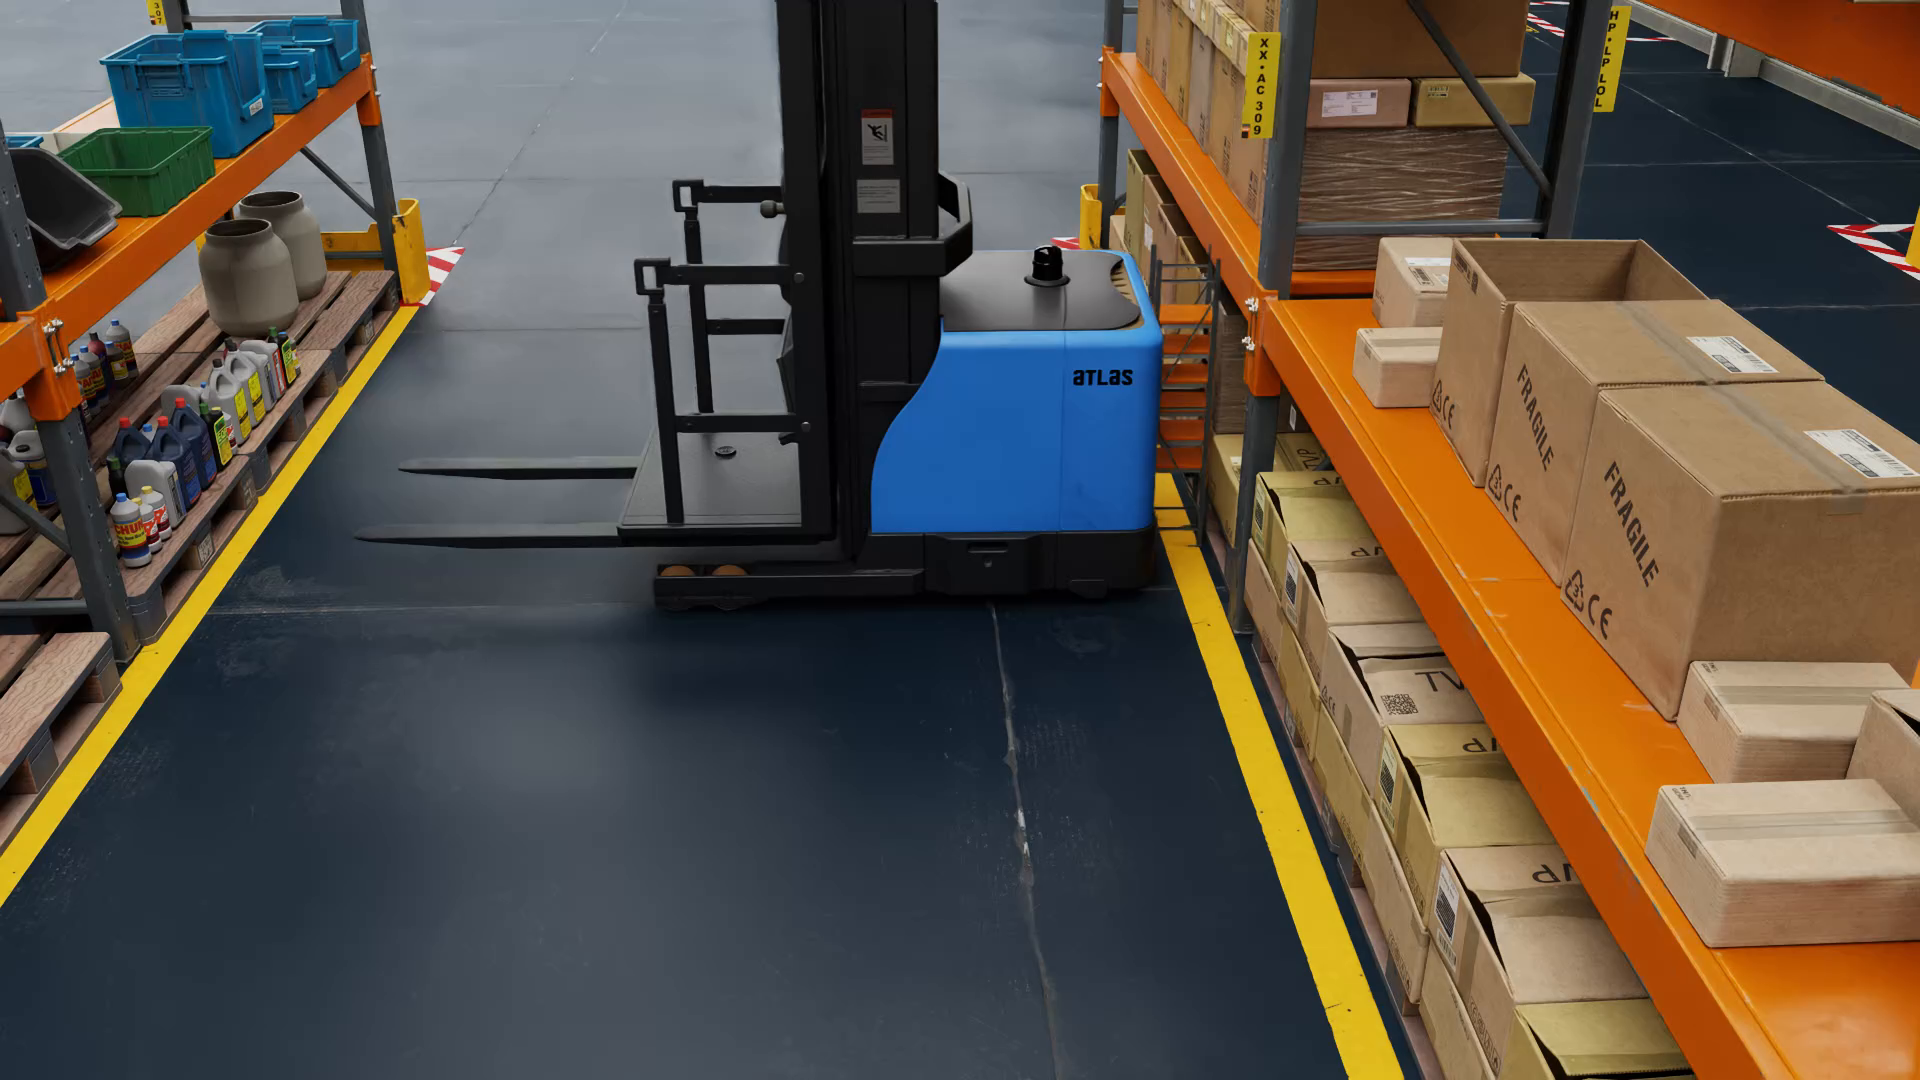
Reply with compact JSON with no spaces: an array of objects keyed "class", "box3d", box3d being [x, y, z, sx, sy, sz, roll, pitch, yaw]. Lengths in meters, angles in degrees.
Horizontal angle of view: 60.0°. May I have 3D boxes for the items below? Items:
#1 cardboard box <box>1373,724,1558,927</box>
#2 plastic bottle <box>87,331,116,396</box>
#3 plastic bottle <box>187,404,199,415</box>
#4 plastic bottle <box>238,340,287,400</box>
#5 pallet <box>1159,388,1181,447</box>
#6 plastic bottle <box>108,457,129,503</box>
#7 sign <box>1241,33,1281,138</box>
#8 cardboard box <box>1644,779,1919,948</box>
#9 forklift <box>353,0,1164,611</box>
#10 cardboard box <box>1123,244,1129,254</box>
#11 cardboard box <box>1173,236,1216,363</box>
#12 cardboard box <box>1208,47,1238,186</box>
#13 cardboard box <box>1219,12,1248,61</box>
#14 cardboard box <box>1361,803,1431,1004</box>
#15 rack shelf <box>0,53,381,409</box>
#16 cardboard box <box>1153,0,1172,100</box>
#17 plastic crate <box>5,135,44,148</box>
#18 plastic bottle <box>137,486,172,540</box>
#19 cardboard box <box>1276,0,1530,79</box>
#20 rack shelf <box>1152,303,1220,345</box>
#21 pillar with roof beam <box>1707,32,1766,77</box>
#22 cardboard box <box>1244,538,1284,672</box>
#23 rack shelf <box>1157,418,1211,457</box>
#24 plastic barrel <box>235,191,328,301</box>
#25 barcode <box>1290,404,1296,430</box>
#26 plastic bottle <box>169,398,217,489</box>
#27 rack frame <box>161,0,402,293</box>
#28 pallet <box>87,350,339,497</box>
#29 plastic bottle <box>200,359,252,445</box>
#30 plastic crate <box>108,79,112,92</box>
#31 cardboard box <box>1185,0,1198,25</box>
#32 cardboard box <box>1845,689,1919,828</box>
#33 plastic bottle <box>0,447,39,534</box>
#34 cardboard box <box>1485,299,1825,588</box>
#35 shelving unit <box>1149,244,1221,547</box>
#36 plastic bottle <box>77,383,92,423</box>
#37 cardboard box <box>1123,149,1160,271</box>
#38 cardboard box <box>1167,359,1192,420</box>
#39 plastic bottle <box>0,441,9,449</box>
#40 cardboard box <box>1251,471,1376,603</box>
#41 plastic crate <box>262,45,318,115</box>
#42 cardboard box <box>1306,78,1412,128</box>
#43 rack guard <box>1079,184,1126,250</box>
[{"class":"cardboard box","box3d":[1.351,0.673,4.128,0.500,0.311,0.500,-1,28,-1]},{"class":"plastic bottle","box3d":[-3.882,-0.788,7.479,0.061,0.283,0.133,-1,28,-2]},{"class":"plastic bottle","box3d":[-3.133,-0.422,6.791,0.097,0.271,0.097,0,28,0]},{"class":"plastic bottle","box3d":[-3.139,-0.780,7.471,0.152,0.276,0.135,-1,28,-2]},{"class":"pallet","box3d":[1.430,-0.715,7.892,1.003,0.211,1.213,-1,28,-3]},{"class":"plastic bottle","box3d":[-3.179,-0.194,6.340,0.061,0.283,0.133,-1,28,-3]},{"class":"sign","box3d":[0.943,-1.423,5.212,0.100,0.325,0.005,-1,28,-3]},{"class":"cardboard box","box3d":[1.383,0.532,2.758,0.380,0.149,0.250,-1,28,-3]},{"class":"forklift","box3d":[-0.789,-1.281,6.037,3.031,2.935,1.130,-1,28,-1]},{"class":"cardboard box","box3d":[1.124,-1.348,8.611,0.500,0.250,0.500,-1,28,-3]},{"class":"cardboard box","box3d":[1.210,-0.988,7.109,0.500,0.500,0.500,-1,28,-3]},{"class":"cardboard box","box3d":[1.411,-1.742,6.738,0.700,0.500,0.500,-1,28,-2]},{"class":"cardboard box","box3d":[1.217,-1.940,6.417,0.380,0.149,0.250,-2,28,-3]},{"class":"cardboard box","box3d":[1.351,0.918,4.266,0.500,0.250,0.500,-1,28,-2]},{"class":"rack shelf","box3d":[-3.554,-1.505,7.169,1.077,0.370,4.000,-1,28,-3]},{"class":"cardboard box","box3d":[1.332,-2.451,8.098,0.700,0.500,0.500,-1,28,-1]},{"class":"plastic crate","box3d":[-3.779,-1.339,6.234,0.499,0.251,0.616,-1,28,-3]},{"class":"plastic bottle","box3d":[-3.039,-0.106,6.260,0.097,0.201,0.097,0,28,0]},{"class":"cardboard box","box3d":[1.467,-1.842,5.527,0.700,0.500,0.500,-1,28,-2]},{"class":"rack shelf","box3d":[0.848,-0.826,6.355,0.258,0.103,0.180,0,27,0]},{"class":"pillar with roof beam","box3d":[2.523,-8.011,12.378,9.100,9.000,0.400,-1,28,-3]},{"class":"cardboard box","box3d":[1.270,0.207,5.628,0.500,0.250,0.500,-2,28,-4]},{"class":"rack shelf","box3d":[0.850,-0.400,6.575,0.258,0.103,0.180,0,27,0]},{"class":"plastic barrel","box3d":[-3.548,-1.528,8.673,0.421,0.512,0.421,0,28,0]},{"class":"barcode","box3d":[1.094,-0.402,5.467,0.001,0.075,0.075,-1,28,-3]},{"class":"plastic bottle","box3d":[-3.088,-0.390,6.644,0.144,0.351,0.185,-3,28,-5]},{"class":"rack frame","box3d":[-3.659,-2.747,8.774,1.000,3.000,0.127,-1,28,-3]},{"class":"pallet","box3d":[-3.510,-0.539,7.556,1.003,0.211,1.213,-1,28,-3]},{"class":"plastic bottle","box3d":[-3.110,-0.587,7.020,0.144,0.351,0.185,-2,28,-3]},{"class":"plastic crate","box3d":[-3.933,-2.209,8.027,0.298,0.136,0.250,-1,28,-3]},{"class":"cardboard box","box3d":[1.173,-2.301,7.108,0.380,0.149,0.250,-1,28,-2]},{"class":"cardboard box","box3d":[1.852,0.451,2.738,0.500,0.311,0.500,-2,28,-3]},{"class":"plastic bottle","box3d":[-3.627,-0.214,6.306,0.144,0.351,0.185,-1,28,-3]},{"class":"cardboard box","box3d":[1.574,-0.232,3.844,0.500,0.500,0.500,-1,28,-3]},{"class":"shelving unit","box3d":[0.849,-0.546,6.500,0.258,1.200,0.189,0,27,0]},{"class":"plastic bottle","box3d":[-3.847,-0.606,7.219,0.097,0.201,0.097,0,28,0]},{"class":"cardboard box","box3d":[1.122,-1.681,8.437,0.500,0.500,0.500,-1,28,-3]},{"class":"cardboard box","box3d":[1.197,-0.655,7.282,0.500,0.250,0.500,-1,28,-3]},{"class":"plastic bottle","box3d":[-3.781,-0.300,6.469,0.144,0.351,0.185,-3,28,-5]},{"class":"cardboard box","box3d":[1.270,-0.037,5.489,0.500,0.311,0.500,-1,28,-2]},{"class":"plastic crate","box3d":[-3.306,-2.157,7.803,0.499,0.251,0.408,-1,28,-3]},{"class":"cardboard box","box3d":[1.269,-1.470,5.516,0.380,0.149,0.250,-1,28,-3]},{"class":"rack guard","box3d":[1.287,-1.768,9.599,1.175,0.500,0.348,-1,28,-3]}]
